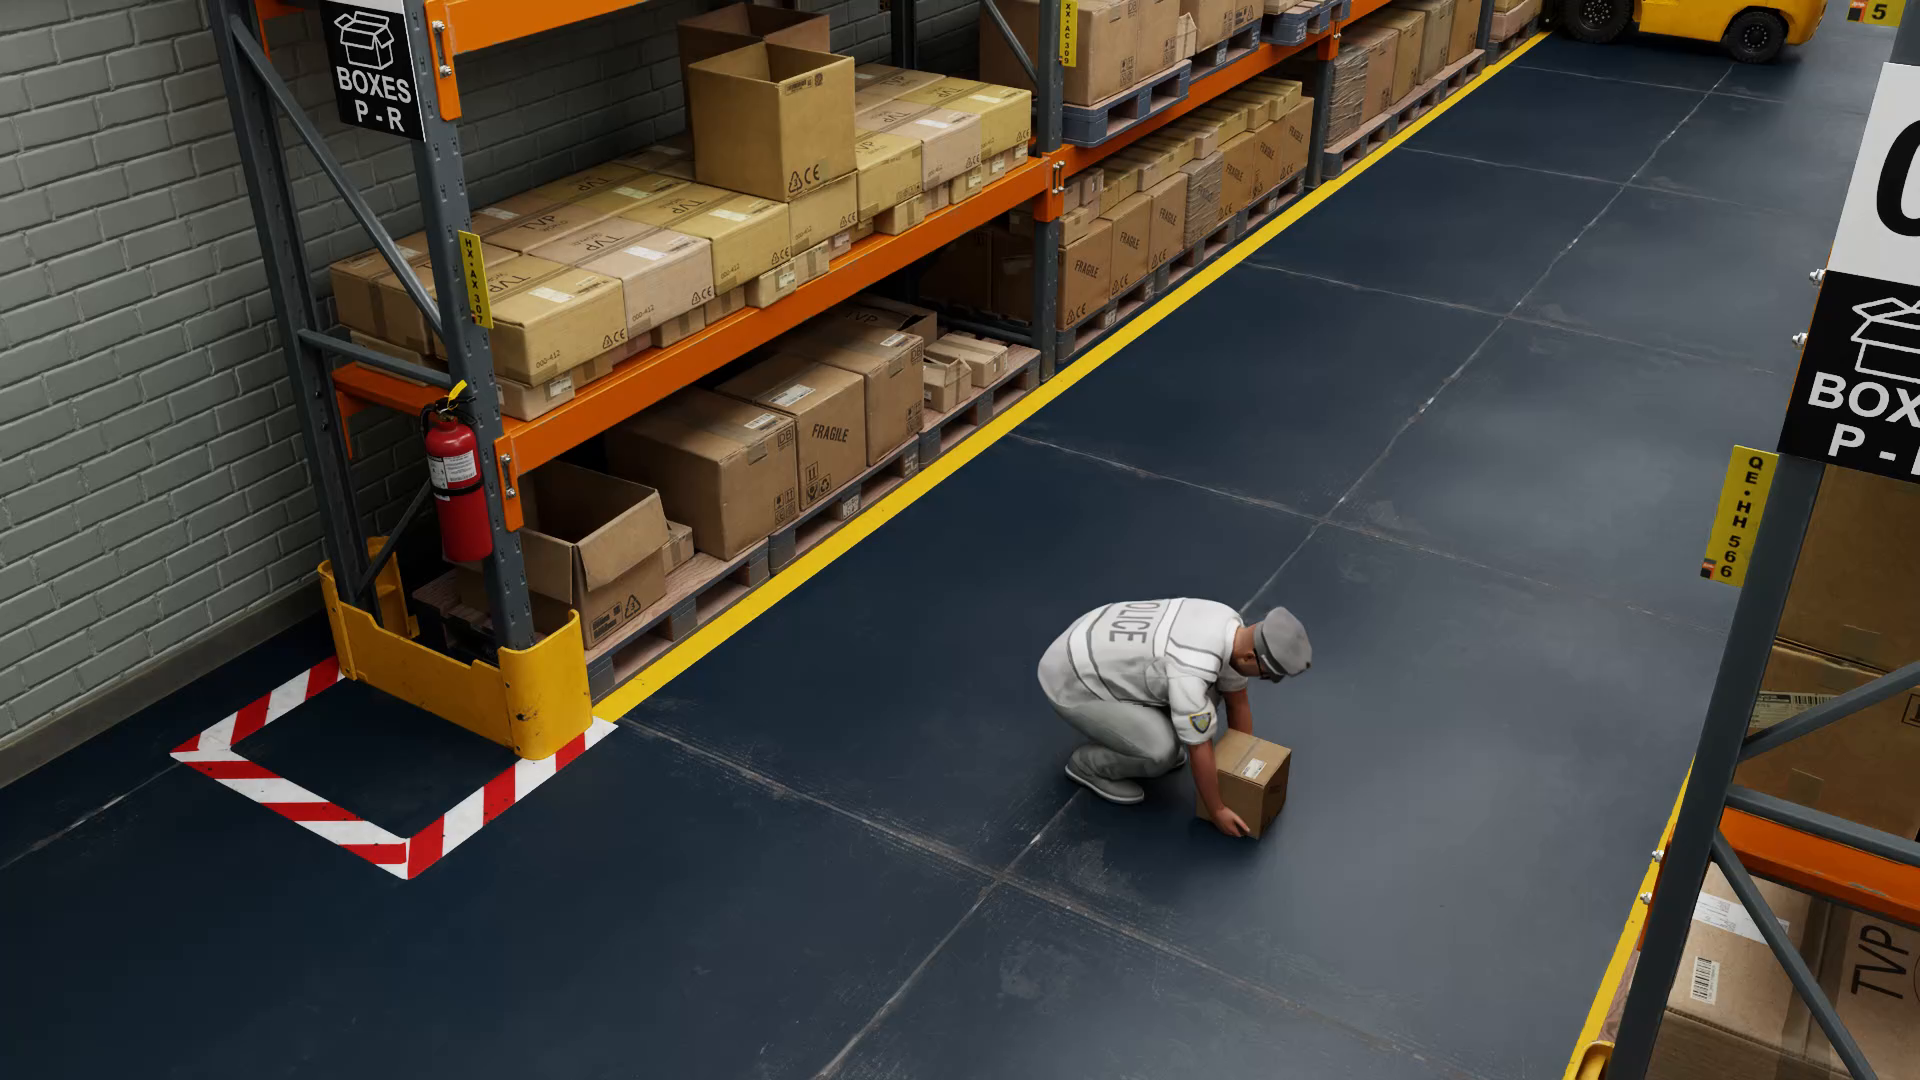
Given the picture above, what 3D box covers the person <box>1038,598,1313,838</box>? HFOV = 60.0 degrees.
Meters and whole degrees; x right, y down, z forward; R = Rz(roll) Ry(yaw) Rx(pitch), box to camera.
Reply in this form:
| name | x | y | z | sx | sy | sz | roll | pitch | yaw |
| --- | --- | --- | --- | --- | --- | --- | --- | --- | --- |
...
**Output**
| name | x | y | z | sx | sy | sz | roll | pitch | yaw |
| --- | --- | --- | --- | --- | --- | --- | --- | --- | --- |
| person | 0.772 | 0.578 | 6.097 | 0.974 | 0.899 | 0.546 | 17 | 35 | 27 |
